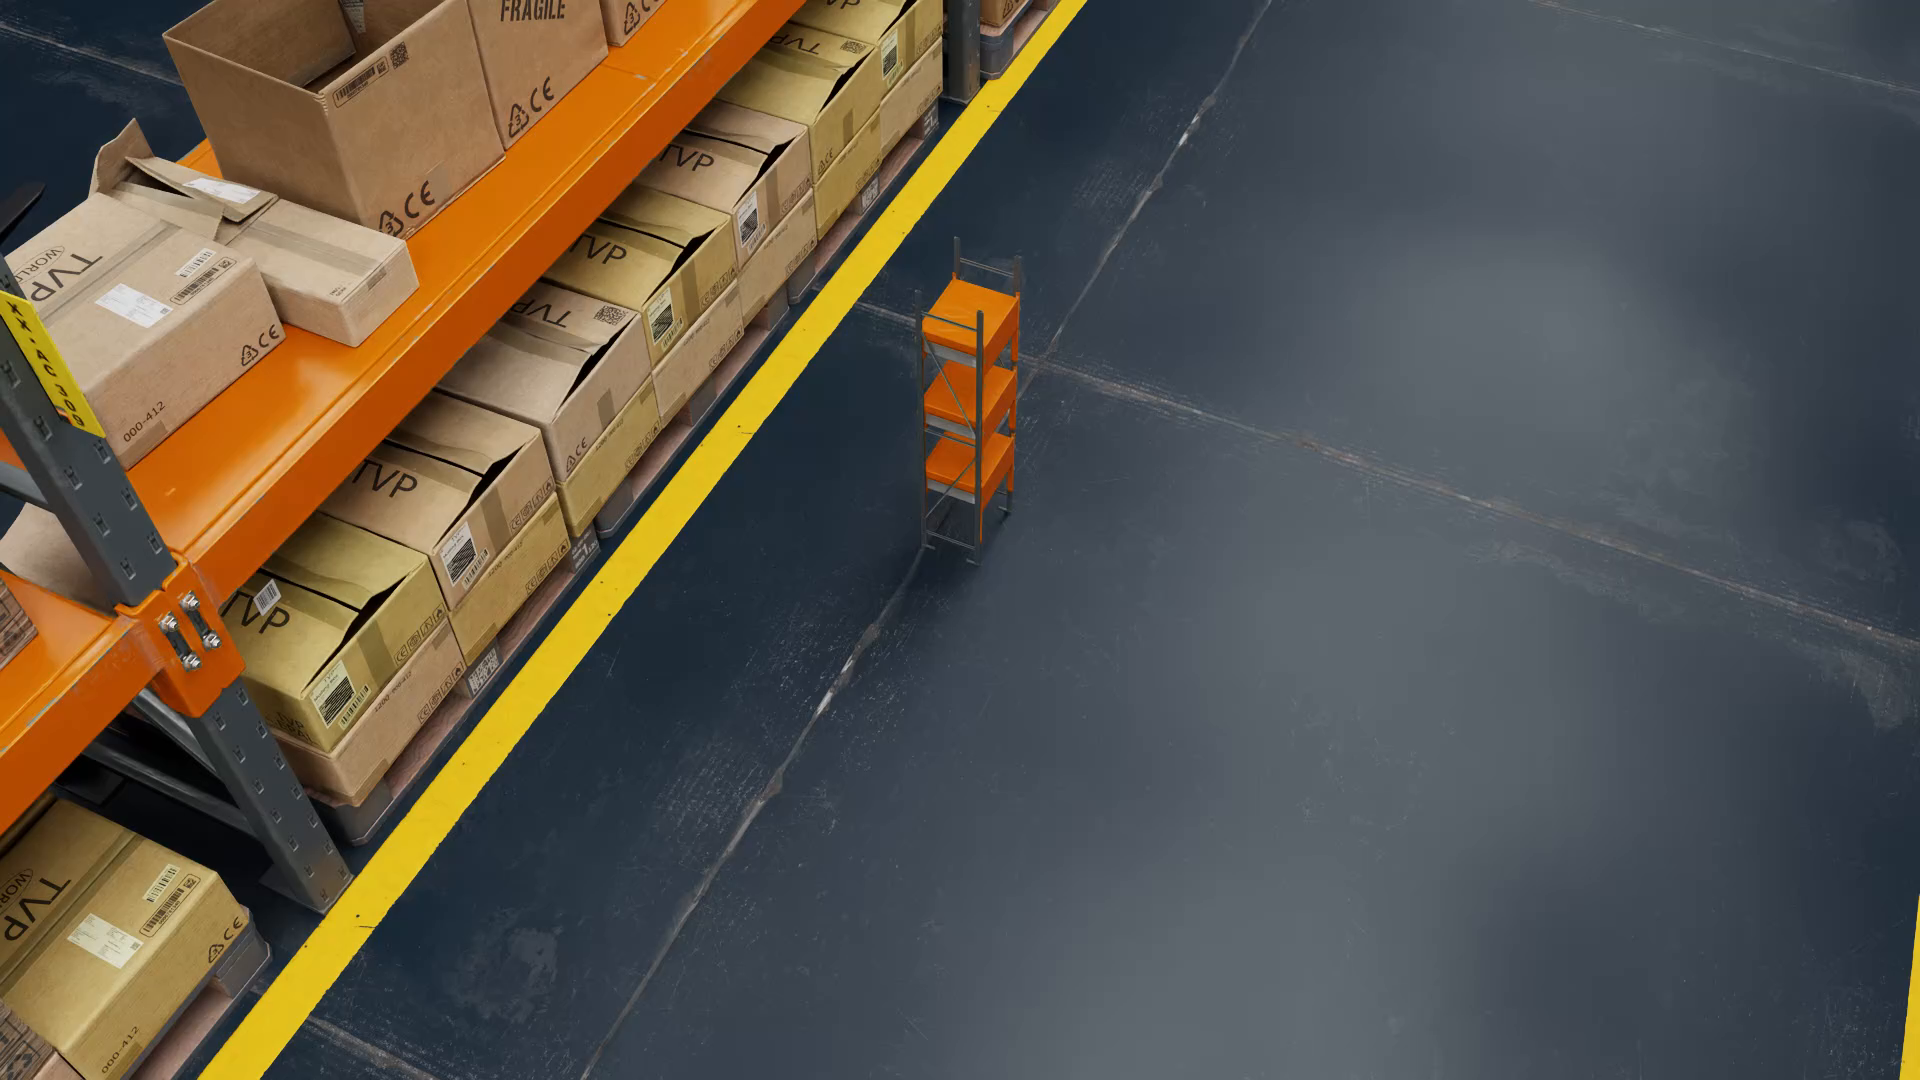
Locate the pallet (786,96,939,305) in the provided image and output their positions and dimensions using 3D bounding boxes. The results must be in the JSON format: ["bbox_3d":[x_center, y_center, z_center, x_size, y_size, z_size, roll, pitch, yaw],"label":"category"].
[{"bbox_3d":[-0.783,-1.478,6.369,1.003,0.211,1.213,20,52,16],"label":"pallet"}]

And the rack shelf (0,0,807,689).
[{"bbox_3d":[-1.250,-1.325,4.881,1.077,0.370,4.000,20,52,16],"label":"rack shelf"}]

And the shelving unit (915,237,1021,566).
[{"bbox_3d":[0.023,-0.377,4.882,0.215,1.050,0.252,20,52,16],"label":"shelving unit"}]

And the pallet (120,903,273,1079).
[{"bbox_3d":[-2.483,1.256,4.042,1.003,0.211,1.213,20,52,16],"label":"pallet"}]

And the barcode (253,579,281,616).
[{"bbox_3d":[-1.619,0.135,3.888,0.001,0.075,0.075,20,52,16],"label":"barcode"}]

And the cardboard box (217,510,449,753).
[{"bbox_3d":[-1.703,0.188,4.282,0.500,0.311,0.500,20,52,16],"label":"cardboard box"}]

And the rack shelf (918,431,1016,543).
[{"bbox_3d":[0.023,-0.190,5.101,0.215,0.259,0.240,20,52,16],"label":"rack shelf"}]

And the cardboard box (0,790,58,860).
[{"bbox_3d":[-2.577,0.794,4.134,0.500,0.250,0.500,20,52,16],"label":"cardboard box"}]

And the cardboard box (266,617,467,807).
[{"bbox_3d":[-1.709,0.377,4.490,0.500,0.250,0.500,19,52,15],"label":"cardboard box"}]

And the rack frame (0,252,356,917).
[{"bbox_3d":[-2.105,-0.181,3.435,1.000,3.000,0.127,20,52,16],"label":"rack frame"}]

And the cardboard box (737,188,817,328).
[{"bbox_3d":[-0.835,-1.038,5.693,0.500,0.250,0.500,21,53,17],"label":"cardboard box"}]

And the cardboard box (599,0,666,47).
[{"bbox_3d":[-1.098,-1.807,4.753,0.500,0.500,0.500,17,52,14],"label":"cardboard box"}]

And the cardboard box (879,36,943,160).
[{"bbox_3d":[-0.400,-1.739,6.290,0.500,0.250,0.500,21,53,17],"label":"cardboard box"}]

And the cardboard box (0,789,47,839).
[{"bbox_3d":[-2.586,0.548,3.851,0.500,0.500,0.500,20,52,16],"label":"cardboard box"}]

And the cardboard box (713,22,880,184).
[{"bbox_3d":[-0.613,-1.562,5.771,0.500,0.311,0.500,19,52,16],"label":"cardboard box"}]

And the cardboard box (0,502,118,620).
[{"bbox_3d":[-2.191,0.020,4.425,0.500,0.311,0.500,20,52,16],"label":"cardboard box"}]

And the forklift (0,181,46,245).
[{"bbox_3d":[-4.062,-1.062,4.229,1.130,2.935,3.031,12,51,10],"label":"forklift"}]

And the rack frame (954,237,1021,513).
[{"bbox_3d":[0.075,-0.461,4.953,0.200,1.050,0.008,20,52,16],"label":"rack frame"}]

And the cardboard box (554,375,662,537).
[{"bbox_3d":[-1.270,-0.333,5.093,0.500,0.250,0.500,18,52,15],"label":"cardboard box"}]

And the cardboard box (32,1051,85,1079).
[{"bbox_3d":[-2.328,1.305,3.700,0.500,0.250,0.500,20,52,16],"label":"cardboard box"}]

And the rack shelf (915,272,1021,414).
[{"bbox_3d":[0.023,-0.554,4.673,0.215,0.259,0.240,20,52,16],"label":"rack shelf"}]

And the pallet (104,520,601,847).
[{"bbox_3d":[-1.825,0.202,4.939,1.003,0.211,1.213,20,52,16],"label":"pallet"}]

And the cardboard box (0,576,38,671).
[{"bbox_3d":[-2.289,0.094,3.135,0.700,0.500,0.500,19,52,15],"label":"cardboard box"}]

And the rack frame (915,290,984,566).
[{"bbox_3d":[-0.029,-0.293,4.810,0.200,1.050,0.008,20,52,16],"label":"rack frame"}]

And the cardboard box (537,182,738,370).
[{"bbox_3d":[-1.047,-0.871,5.183,0.500,0.311,0.500,21,53,17],"label":"cardboard box"}]

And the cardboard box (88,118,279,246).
[{"bbox_3d":[-1.895,-0.803,4.052,0.396,0.266,0.258,19,52,15],"label":"cardboard box"}]

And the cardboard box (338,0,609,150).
[{"bbox_3d":[-1.323,-1.445,4.444,0.500,0.500,0.500,20,52,16],"label":"cardboard box"}]

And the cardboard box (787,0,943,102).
[{"bbox_3d":[-0.397,-1.922,6.077,0.500,0.311,0.500,21,53,17],"label":"cardboard box"}]

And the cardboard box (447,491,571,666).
[{"bbox_3d":[-1.489,0.025,4.789,0.500,0.250,0.500,21,53,17],"label":"cardboard box"}]

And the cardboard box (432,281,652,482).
[{"bbox_3d":[-1.264,-0.511,4.877,0.500,0.311,0.500,18,52,15],"label":"cardboard box"}]

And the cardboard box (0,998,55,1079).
[{"bbox_3d":[-2.330,1.062,3.414,0.500,0.500,0.500,20,52,16],"label":"cardboard box"}]

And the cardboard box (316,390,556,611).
[{"bbox_3d":[-1.484,-0.155,4.573,0.500,0.311,0.500,19,52,16],"label":"cardboard box"}]

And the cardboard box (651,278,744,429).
[{"bbox_3d":[-1.052,-0.683,5.391,0.500,0.250,0.500,21,53,17],"label":"cardboard box"}]

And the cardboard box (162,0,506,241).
[{"bbox_3d":[-1.537,-1.100,4.151,0.500,0.500,0.500,23,53,19],"label":"cardboard box"}]

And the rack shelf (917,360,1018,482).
[{"bbox_3d":[0.023,-0.370,4.890,0.215,0.259,0.240,20,52,16],"label":"rack shelf"}]

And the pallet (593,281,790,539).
[{"bbox_3d":[-1.305,-0.641,5.657,1.003,0.211,1.213,20,52,16],"label":"pallet"}]

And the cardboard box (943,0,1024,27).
[{"bbox_3d":[0.057,-2.489,6.750,0.500,0.500,0.500,22,53,18],"label":"cardboard box"}]

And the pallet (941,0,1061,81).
[{"bbox_3d":[-0.043,-2.534,7.267,1.003,0.211,1.213,20,52,16],"label":"pallet"}]

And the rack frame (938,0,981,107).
[{"bbox_3d":[-0.396,-2.936,5.778,1.000,3.000,0.127,20,52,16],"label":"rack frame"}]

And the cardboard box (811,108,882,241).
[{"bbox_3d":[-0.617,-1.383,5.987,0.500,0.250,0.500,19,52,16],"label":"cardboard box"}]

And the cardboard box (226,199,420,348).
[{"bbox_3d":[-1.541,-0.644,3.993,0.380,0.149,0.250,20,52,16],"label":"cardboard box"}]

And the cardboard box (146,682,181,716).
[{"bbox_3d":[-2.190,0.194,4.645,0.500,0.250,0.500,19,52,16],"label":"cardboard box"}]

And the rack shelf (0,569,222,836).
[{"bbox_3d":[-2.959,1.429,2.537,1.077,0.370,4.000,20,52,16],"label":"rack shelf"}]

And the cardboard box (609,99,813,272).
[{"bbox_3d":[-0.831,-1.215,5.476,0.500,0.311,0.500,19,52,16],"label":"cardboard box"}]

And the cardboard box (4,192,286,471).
[{"bbox_3d":[-1.934,-0.486,3.792,0.500,0.250,0.500,23,53,18],"label":"cardboard box"}]

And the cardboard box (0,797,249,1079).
[{"bbox_3d":[-2.105,0.964,3.990,0.500,0.250,0.500,20,52,16],"label":"cardboard box"}]

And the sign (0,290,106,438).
[{"bbox_3d":[-1.602,-0.308,2.922,0.100,0.325,0.005,20,52,16],"label":"sign"}]
